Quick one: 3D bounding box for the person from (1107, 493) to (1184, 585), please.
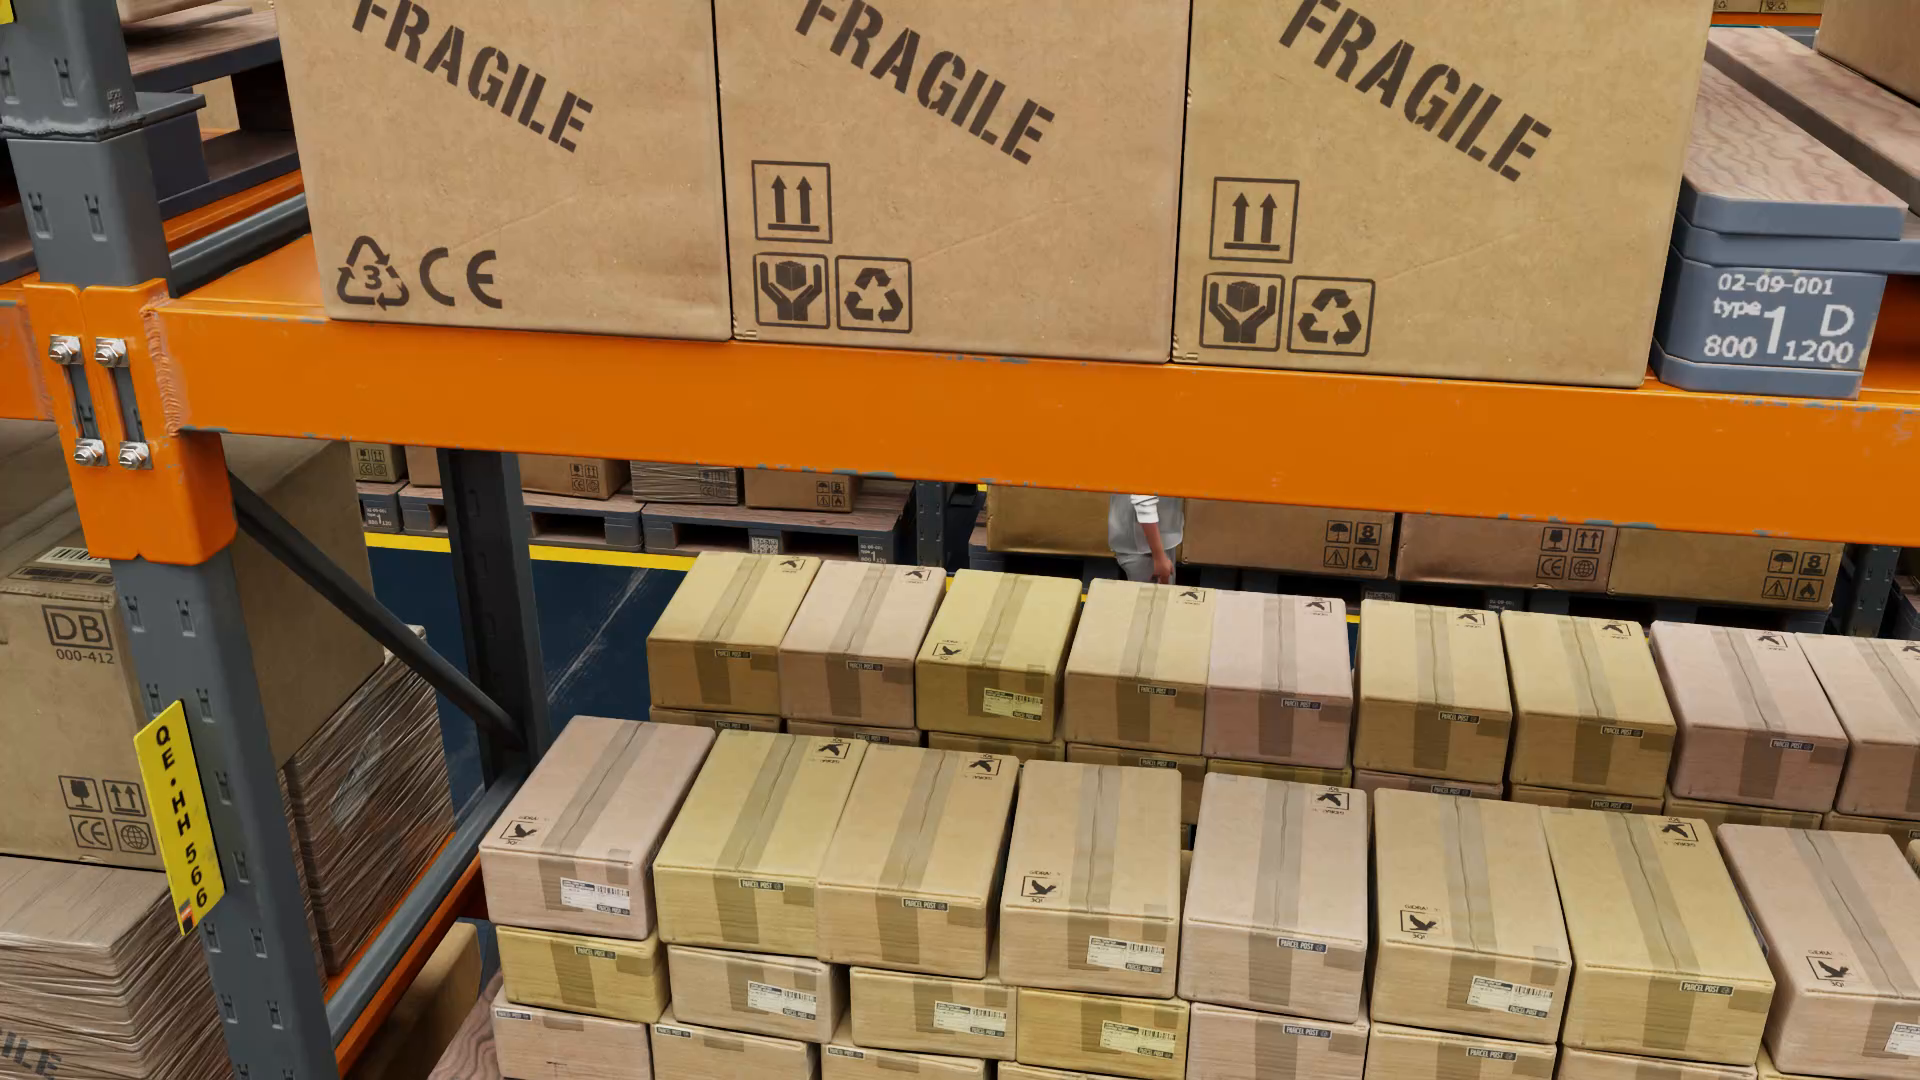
[{"bbox_3d":[0.714,0.023,6.135,0.343,1.539,0.462,4,26,9],"label":"person"}]
